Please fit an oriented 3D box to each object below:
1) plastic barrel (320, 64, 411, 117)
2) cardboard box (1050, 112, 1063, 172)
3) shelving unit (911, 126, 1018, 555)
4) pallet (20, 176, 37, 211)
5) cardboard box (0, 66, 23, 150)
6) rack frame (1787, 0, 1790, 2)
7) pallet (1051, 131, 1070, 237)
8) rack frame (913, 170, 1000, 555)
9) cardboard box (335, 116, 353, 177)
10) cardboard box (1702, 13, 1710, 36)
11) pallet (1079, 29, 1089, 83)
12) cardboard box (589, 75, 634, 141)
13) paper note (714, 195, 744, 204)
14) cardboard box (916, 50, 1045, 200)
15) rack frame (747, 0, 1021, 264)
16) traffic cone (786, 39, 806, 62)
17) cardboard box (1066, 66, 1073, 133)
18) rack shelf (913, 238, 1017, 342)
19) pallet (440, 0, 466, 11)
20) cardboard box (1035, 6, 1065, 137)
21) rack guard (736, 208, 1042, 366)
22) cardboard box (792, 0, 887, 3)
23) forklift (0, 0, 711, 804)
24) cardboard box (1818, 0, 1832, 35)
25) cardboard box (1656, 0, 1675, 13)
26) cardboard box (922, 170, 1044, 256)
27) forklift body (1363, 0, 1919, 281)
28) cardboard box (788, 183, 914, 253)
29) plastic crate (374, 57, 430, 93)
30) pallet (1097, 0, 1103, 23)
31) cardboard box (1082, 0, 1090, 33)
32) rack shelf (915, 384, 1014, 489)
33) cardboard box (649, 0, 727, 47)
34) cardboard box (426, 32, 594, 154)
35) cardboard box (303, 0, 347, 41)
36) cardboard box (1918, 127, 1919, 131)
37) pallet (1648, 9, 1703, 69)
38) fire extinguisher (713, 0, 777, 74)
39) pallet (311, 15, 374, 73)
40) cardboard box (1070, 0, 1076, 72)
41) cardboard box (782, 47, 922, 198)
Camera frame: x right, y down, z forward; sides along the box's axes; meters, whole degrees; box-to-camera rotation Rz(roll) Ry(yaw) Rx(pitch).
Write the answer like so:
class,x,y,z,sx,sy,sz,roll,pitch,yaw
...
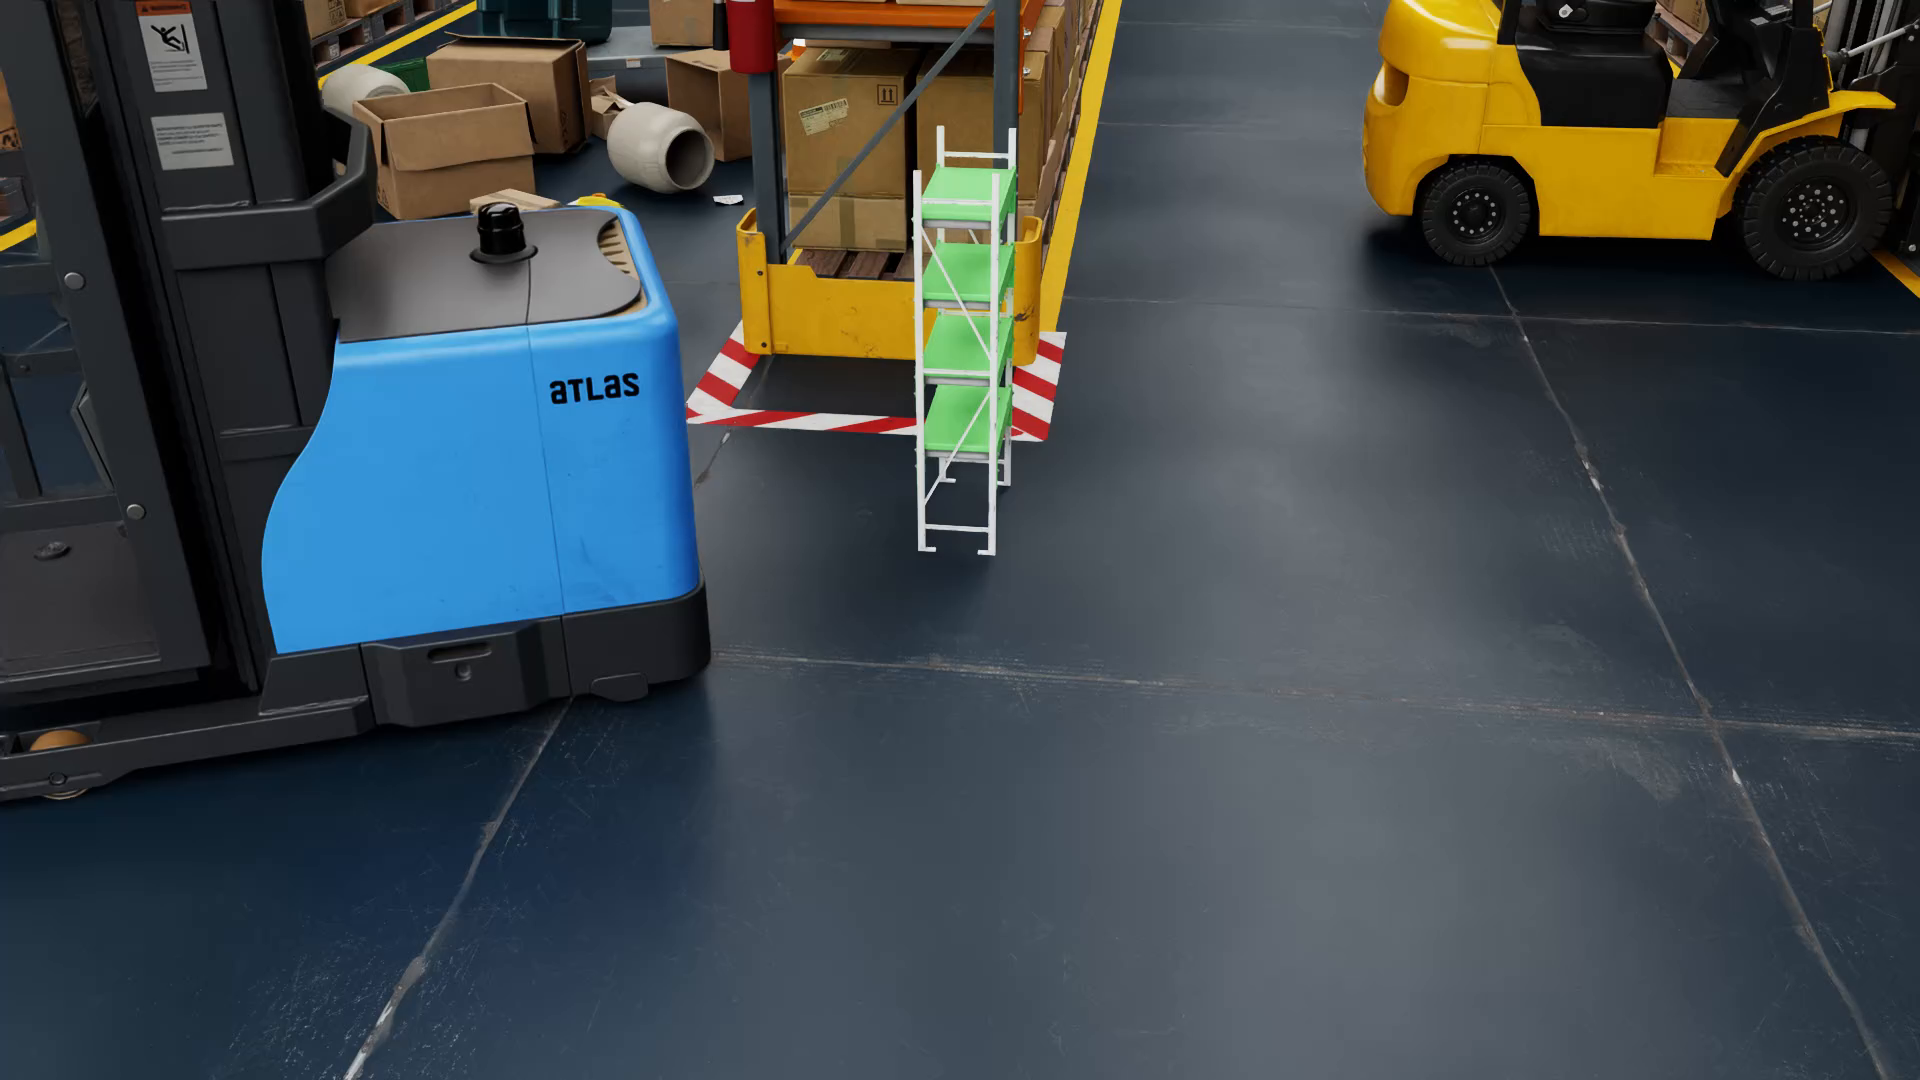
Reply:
class,x,y,z,sx,sy,sz,roll,pitch,yaw
plastic barrel,-3.333,-2.443,9.338,0.421,0.421,0.512,-24,36,-37
cardboard box,0.216,-1.912,8.093,0.500,0.250,0.500,5,29,10
shelving unit,0.020,-0.606,5.110,0.258,1.200,0.503,3,28,6
pallet,-5.035,-2.043,8.820,1.003,0.211,1.213,3,28,6
cardboard box,-5.084,-2.304,8.161,0.875,0.875,0.875,3,28,5
rack frame,5.135,-3.673,8.905,1.000,3.000,0.127,3,28,6
pallet,0.014,-1.838,8.439,1.003,0.211,1.213,3,28,6
rack frame,-0.010,-0.491,4.897,0.240,1.200,0.015,3,28,6
cardboard box,-3.100,-2.080,8.831,0.396,0.266,0.258,8,29,15
cardboard box,5.290,-3.424,10.503,0.875,0.625,0.625,3,28,6
pallet,0.302,-3.099,10.779,1.003,0.211,1.213,3,28,6
cardboard box,-2.022,-2.497,9.606,0.258,0.266,0.396,-17,33,-29
paper note,-1.174,-1.735,8.438,0.142,0.019,0.148,-6,29,-11
cardboard box,0.094,-1.756,7.013,0.500,0.500,0.500,2,28,4
rack frame,-0.282,-2.077,5.943,1.000,3.000,0.127,3,28,6
traffic cone,-1.029,-3.508,11.274,0.336,0.463,0.334,3,28,6
cardboard box,0.347,-2.389,8.978,0.500,0.250,0.500,3,28,5
rack shelf,0.020,-0.761,5.027,0.258,0.148,0.480,3,28,6
pallet,-4.398,-4.488,13.359,1.003,0.211,1.213,3,28,6
cardboard box,0.223,-2.238,7.908,0.500,0.500,0.500,4,29,7
rack guard,-0.273,-1.012,6.602,1.175,0.500,0.348,3,28,6
cardboard box,-0.448,-2.155,6.352,0.380,0.149,0.250,4,29,8
forklift,-2.249,-0.909,3.848,3.031,2.935,1.130,-8,29,-14
cardboard box,4.692,-2.638,8.386,0.500,0.250,0.500,3,28,6
cardboard box,5.463,-4.095,11.749,0.875,0.625,0.625,4,29,8
cardboard box,0.091,-1.415,7.170,0.500,0.250,0.500,3,28,6
forklift body,3.067,-2.415,7.465,2.313,2.155,1.214,3,28,6
cardboard box,-0.447,-1.459,7.251,0.500,0.250,0.500,3,28,6
plastic crate,-3.438,-2.829,10.243,0.450,0.188,0.662,9,28,37
pallet,0.601,-4.247,12.911,1.003,0.211,1.213,3,28,6
cardboard box,0.355,-3.573,11.048,0.950,0.372,0.625,5,29,9
rack shelf,0.020,-0.339,5.254,0.258,0.148,0.480,3,28,6
cardboard box,-1.562,-3.282,10.017,0.500,0.500,0.500,3,28,6
cardboard box,-2.473,-2.452,9.128,0.797,0.637,0.503,3,28,6
cardboard box,-4.730,-3.692,10.869,1.050,0.750,0.750,3,28,6
cardboard box,4.509,-1.712,7.194,0.500,0.250,0.500,3,28,5
pallet,5.334,-3.370,11.284,1.003,0.211,1.213,3,28,6
fire extinguisher,-0.753,-2.016,5.911,0.296,0.674,0.183,3,28,6
pallet,-4.697,-3.340,11.227,1.003,0.211,1.213,3,28,6
cardboard box,0.342,-2.731,8.822,0.500,0.500,0.500,4,29,7
cardboard box,-0.443,-1.774,7.045,0.500,0.500,0.500,4,29,7
